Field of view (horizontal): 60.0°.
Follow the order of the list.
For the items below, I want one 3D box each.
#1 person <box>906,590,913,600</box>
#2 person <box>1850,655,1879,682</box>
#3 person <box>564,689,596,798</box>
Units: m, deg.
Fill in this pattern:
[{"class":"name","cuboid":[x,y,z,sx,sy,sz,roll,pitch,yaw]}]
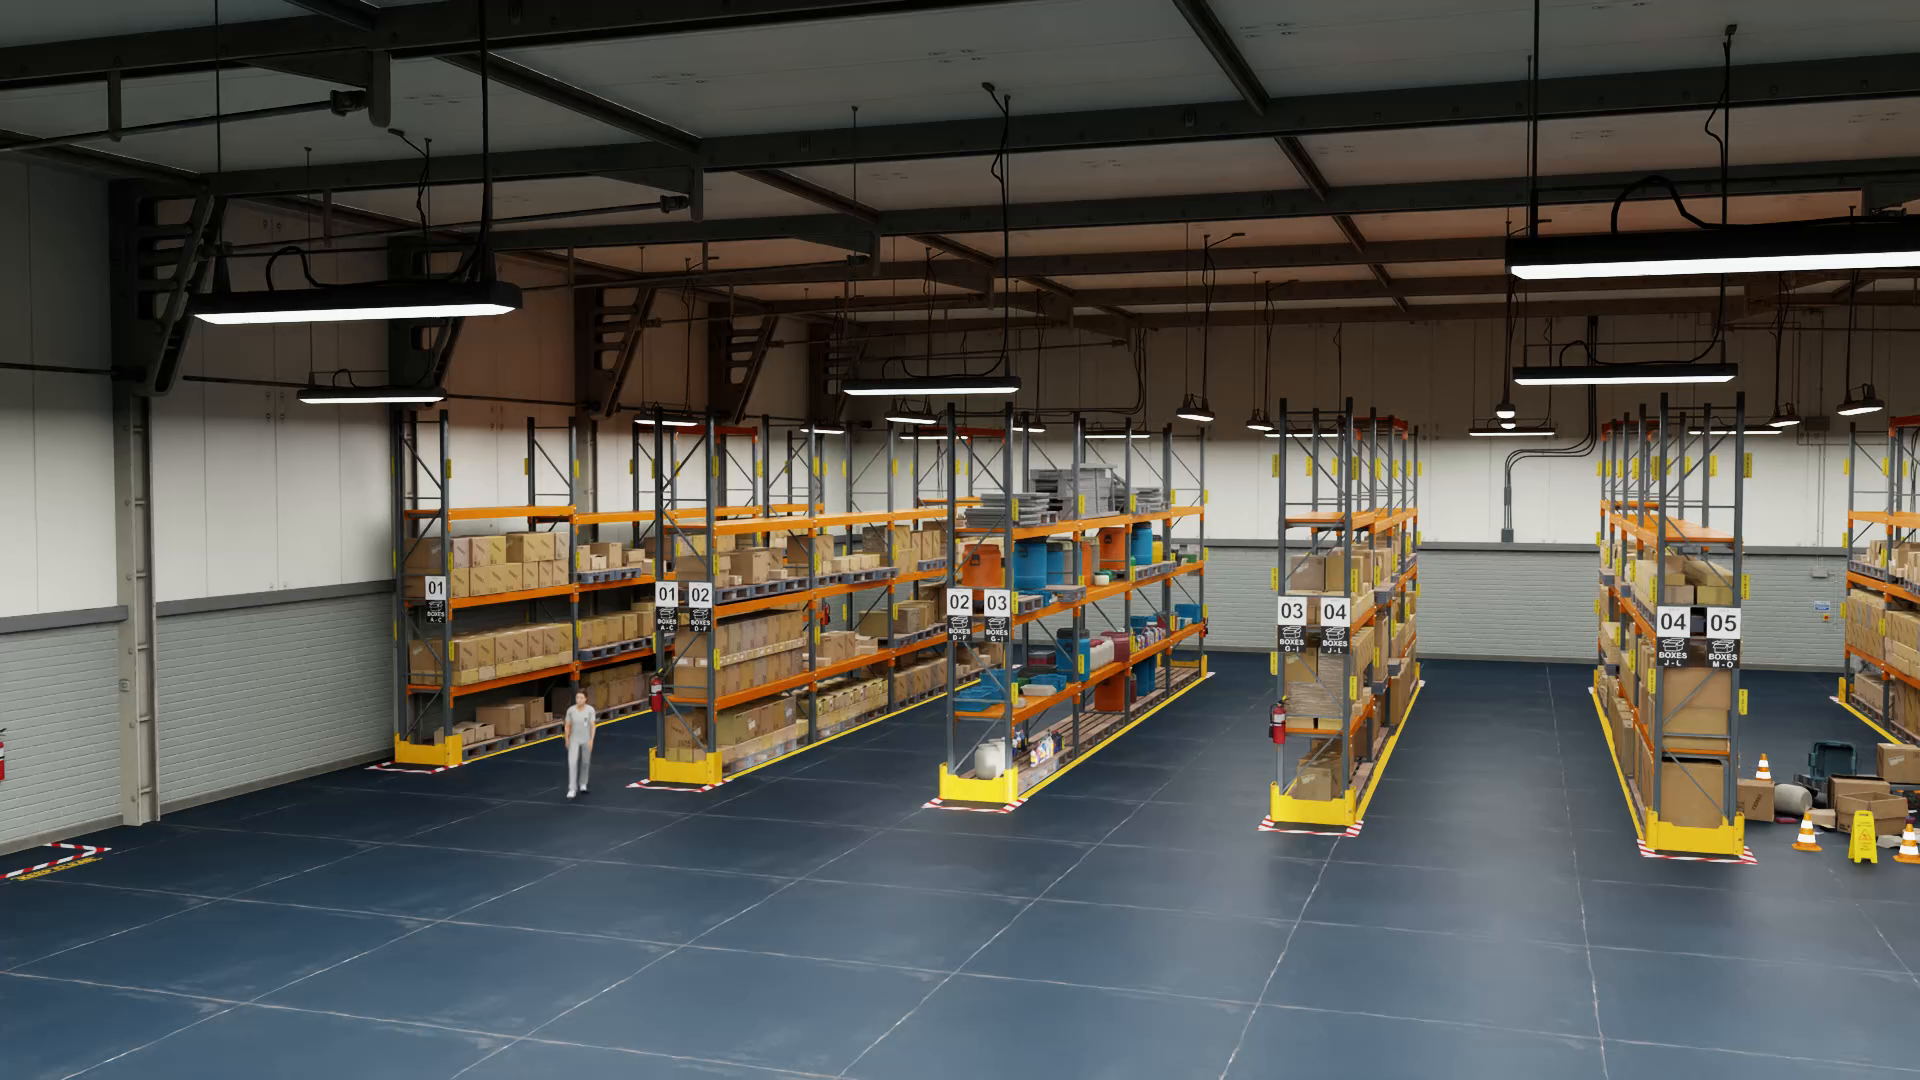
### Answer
[{"class":"person","cuboid":[-1.344,2.208,45.453,0.590,1.667,1.068,1,3,16]},{"class":"person","cuboid":[21.194,2.492,38.957,0.881,1.648,0.444,0,2,-8]},{"class":"person","cuboid":[-5.794,3.075,25.362,0.477,1.615,1.009,-1,3,-17]}]
